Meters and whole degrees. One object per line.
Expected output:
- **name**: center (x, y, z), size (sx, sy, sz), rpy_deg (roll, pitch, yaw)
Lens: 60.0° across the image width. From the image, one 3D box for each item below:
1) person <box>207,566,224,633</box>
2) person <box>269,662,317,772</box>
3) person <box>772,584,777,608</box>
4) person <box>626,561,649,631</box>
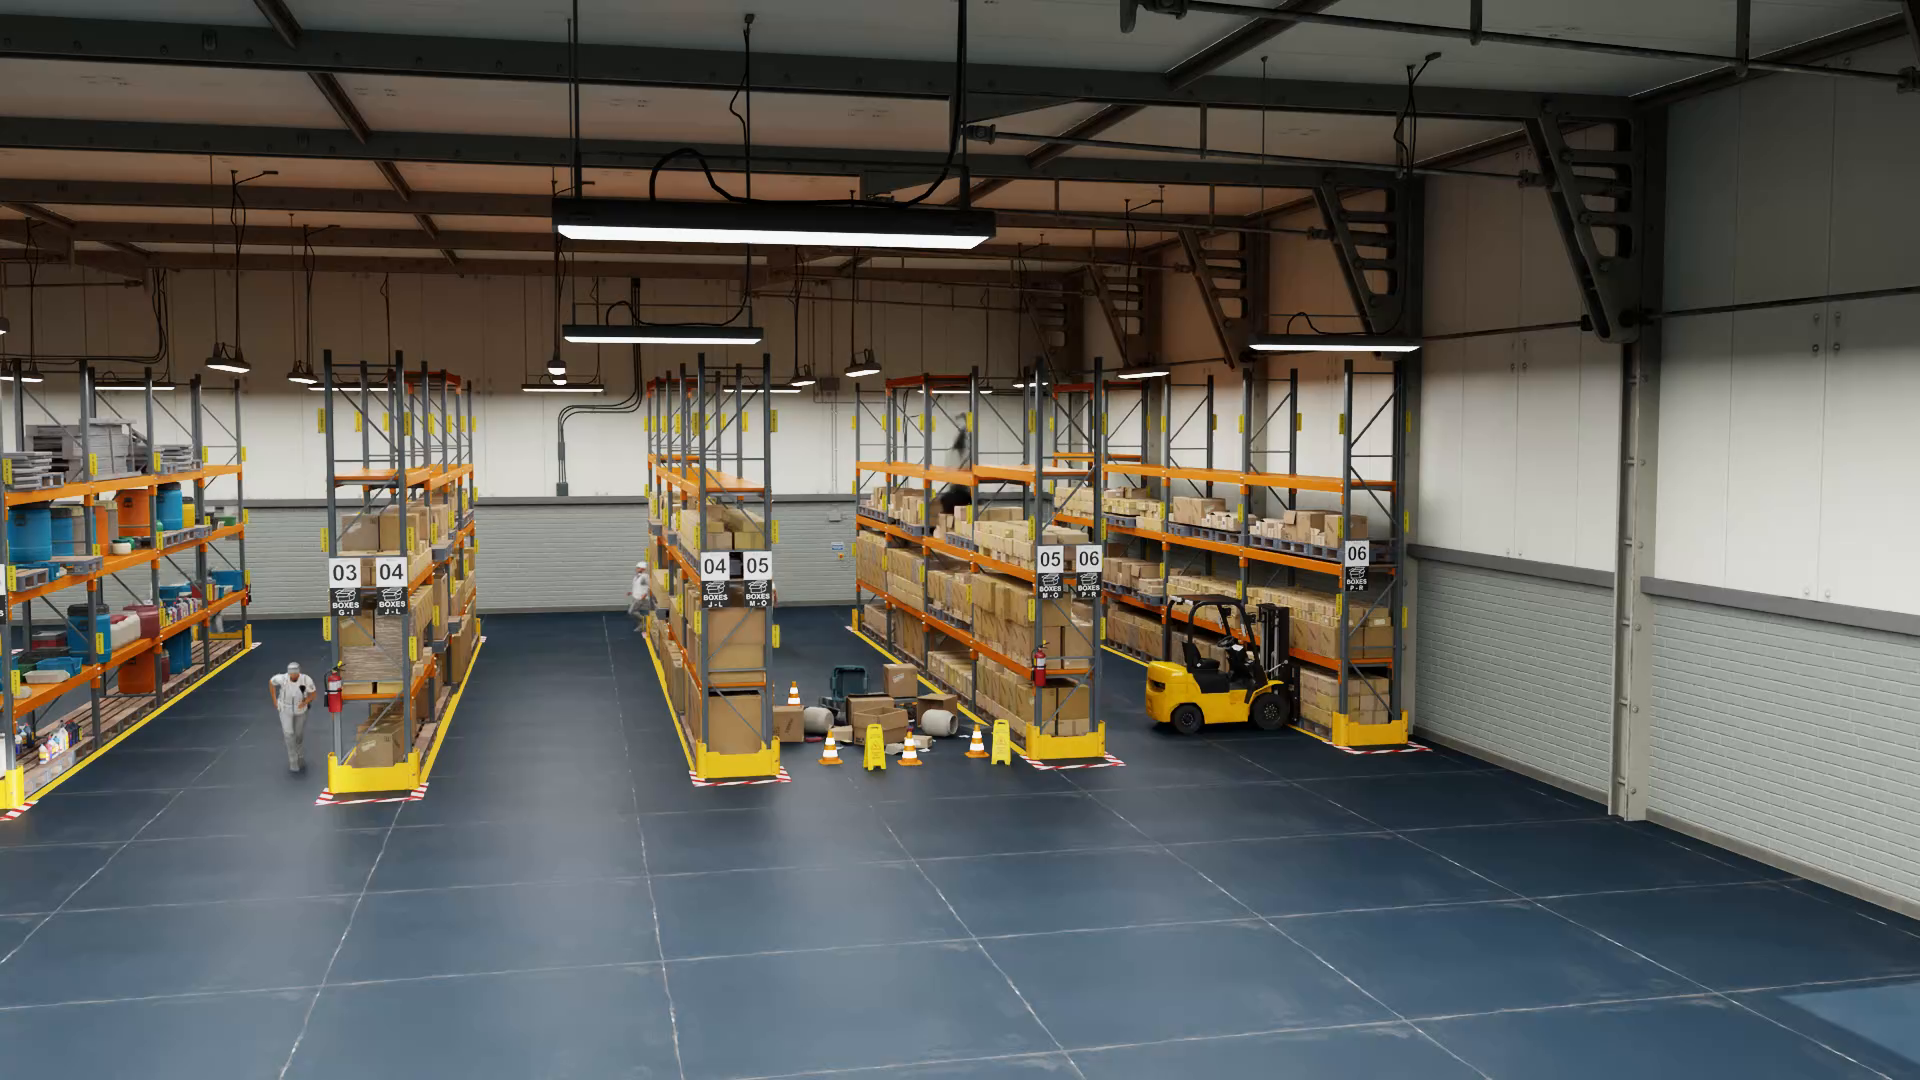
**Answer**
- **person**: center (-17.365, 1.450, 38.593), size (0.843, 1.722, 0.494), rpy_deg (0, 4, -2)
- **person**: center (-9.739, 2.553, 24.315), size (0.648, 1.628, 1.025), rpy_deg (-1, 4, -21)
- **person**: center (-4.465, 1.566, 37.677), size (0.680, 1.721, 0.848), rpy_deg (-1, 4, -15)
- **person**: center (-7.721, 1.370, 39.935), size (0.537, 1.719, 0.713), rpy_deg (-3, 5, -33)
